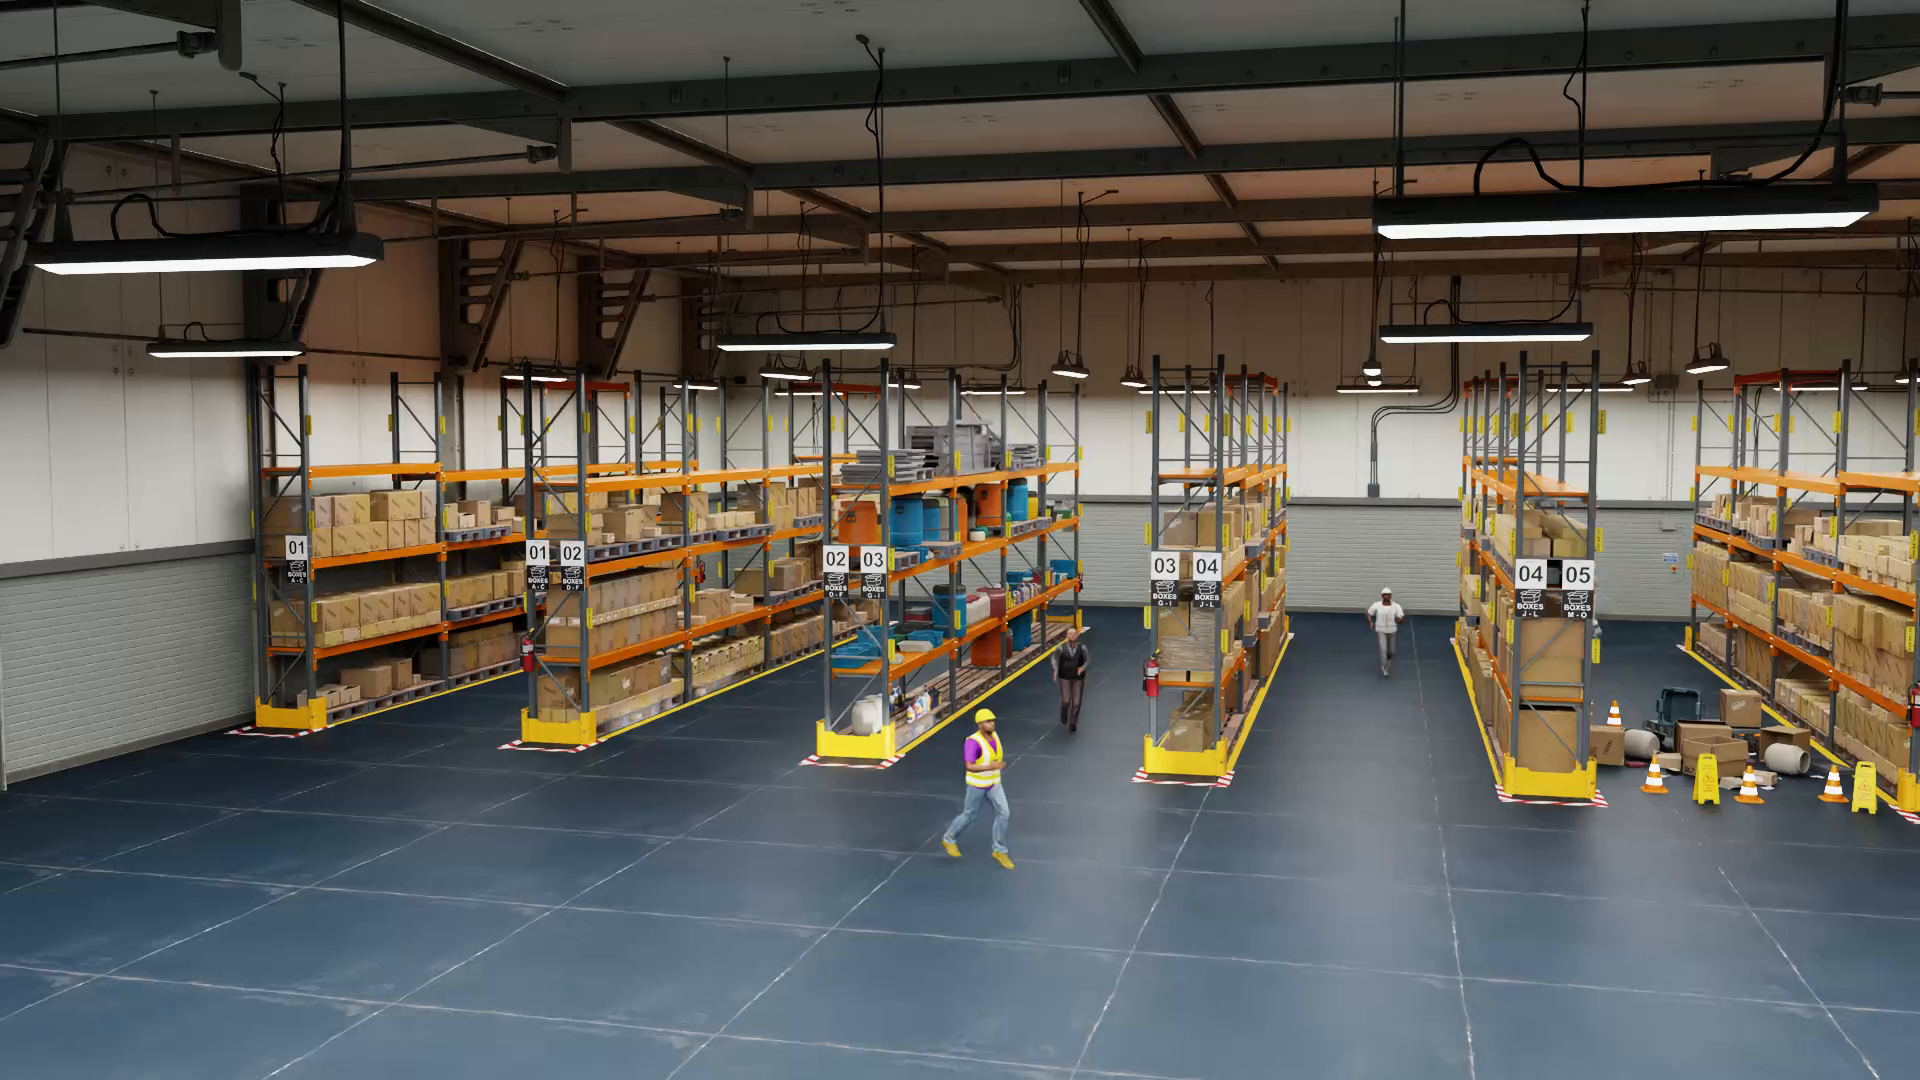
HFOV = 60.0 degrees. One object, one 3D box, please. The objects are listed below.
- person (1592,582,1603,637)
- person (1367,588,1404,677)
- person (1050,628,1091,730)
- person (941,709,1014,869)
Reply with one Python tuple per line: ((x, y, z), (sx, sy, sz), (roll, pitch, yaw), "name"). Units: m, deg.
((14.546, 1.417, 38.785), (0.859, 1.832, 0.655), (1, 4, 12), "person")
((8.533, 1.832, 33.313), (0.714, 1.744, 0.901), (0, 4, 7), "person")
((1.821, 2.287, 27.206), (0.658, 1.681, 0.570), (0, 4, -1), "person")
((0.232, 2.812, 18.991), (0.911, 1.812, 0.711), (4, 5, 43), "person")
